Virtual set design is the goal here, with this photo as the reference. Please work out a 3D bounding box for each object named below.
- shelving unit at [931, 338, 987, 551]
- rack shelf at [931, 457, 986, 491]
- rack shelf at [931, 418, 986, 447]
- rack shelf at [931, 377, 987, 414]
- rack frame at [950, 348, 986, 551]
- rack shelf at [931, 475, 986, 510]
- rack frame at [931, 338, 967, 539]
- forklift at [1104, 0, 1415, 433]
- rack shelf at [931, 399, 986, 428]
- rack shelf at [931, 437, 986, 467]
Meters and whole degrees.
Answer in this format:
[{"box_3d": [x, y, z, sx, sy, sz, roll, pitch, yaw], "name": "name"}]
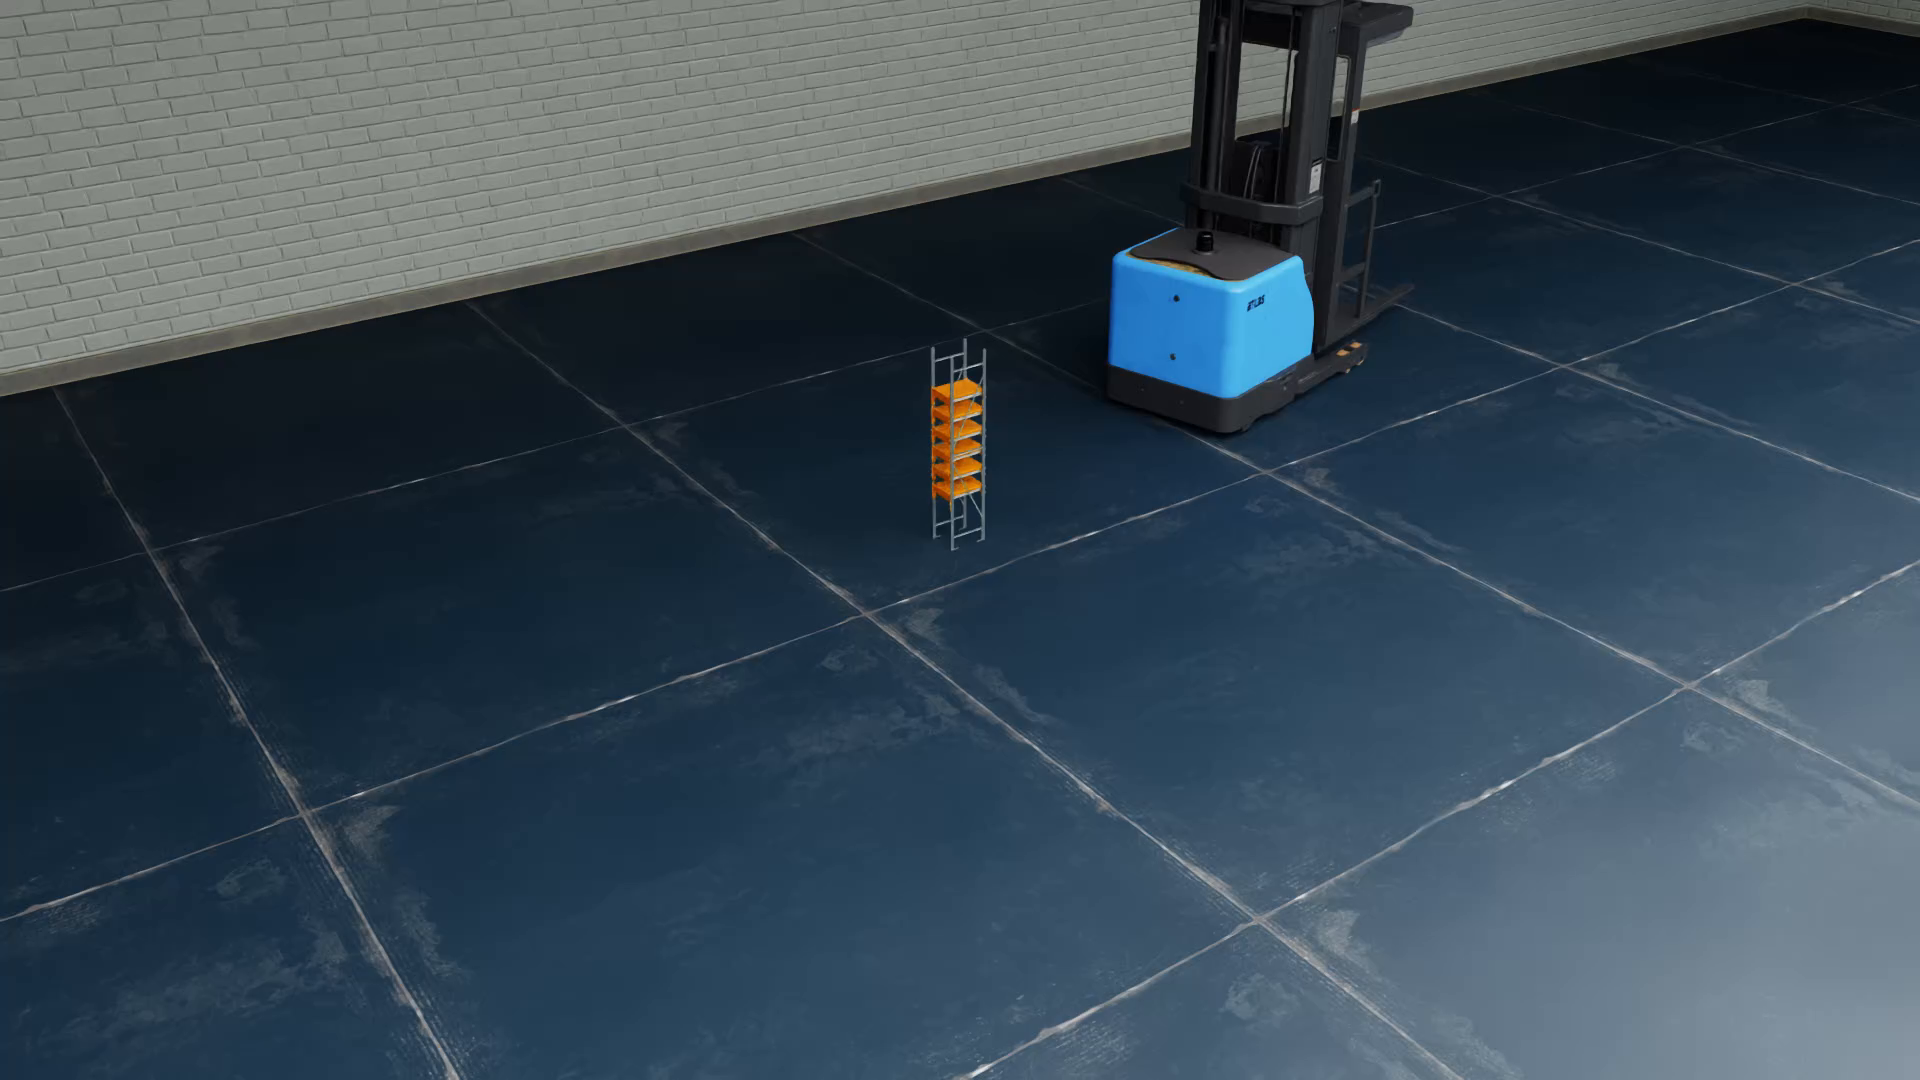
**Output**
[{"box_3d": [-0.008, -0.533, 9.474, 0.258, 1.200, 0.189, -19, 34, -31], "name": "shelving unit"}, {"box_3d": [-0.008, -0.388, 9.552, 0.258, 0.103, 0.180, -19, 34, -31], "name": "rack shelf"}, {"box_3d": [-0.008, -0.599, 9.438, 0.258, 0.103, 0.180, -19, 34, -31], "name": "rack shelf"}, {"box_3d": [-0.008, -0.810, 9.323, 0.258, 0.103, 0.180, -19, 34, -31], "name": "rack shelf"}, {"box_3d": [0.045, -0.497, 9.409, 0.240, 1.200, 0.006, -19, 34, -31], "name": "rack frame"}, {"box_3d": [-0.008, -0.283, 9.610, 0.258, 0.103, 0.180, -19, 34, -31], "name": "rack shelf"}, {"box_3d": [-0.061, -0.568, 9.540, 0.240, 1.200, 0.006, -19, 34, -31], "name": "rack frame"}, {"box_3d": [2.316, -2.622, 11.507, 1.130, 2.935, 3.031, 22, 35, 34], "name": "forklift"}, {"box_3d": [-0.008, -0.705, 9.381, 0.258, 0.103, 0.180, -19, 34, -31], "name": "rack shelf"}, {"box_3d": [-0.008, -0.494, 9.495, 0.258, 0.103, 0.180, -19, 34, -31], "name": "rack shelf"}]
